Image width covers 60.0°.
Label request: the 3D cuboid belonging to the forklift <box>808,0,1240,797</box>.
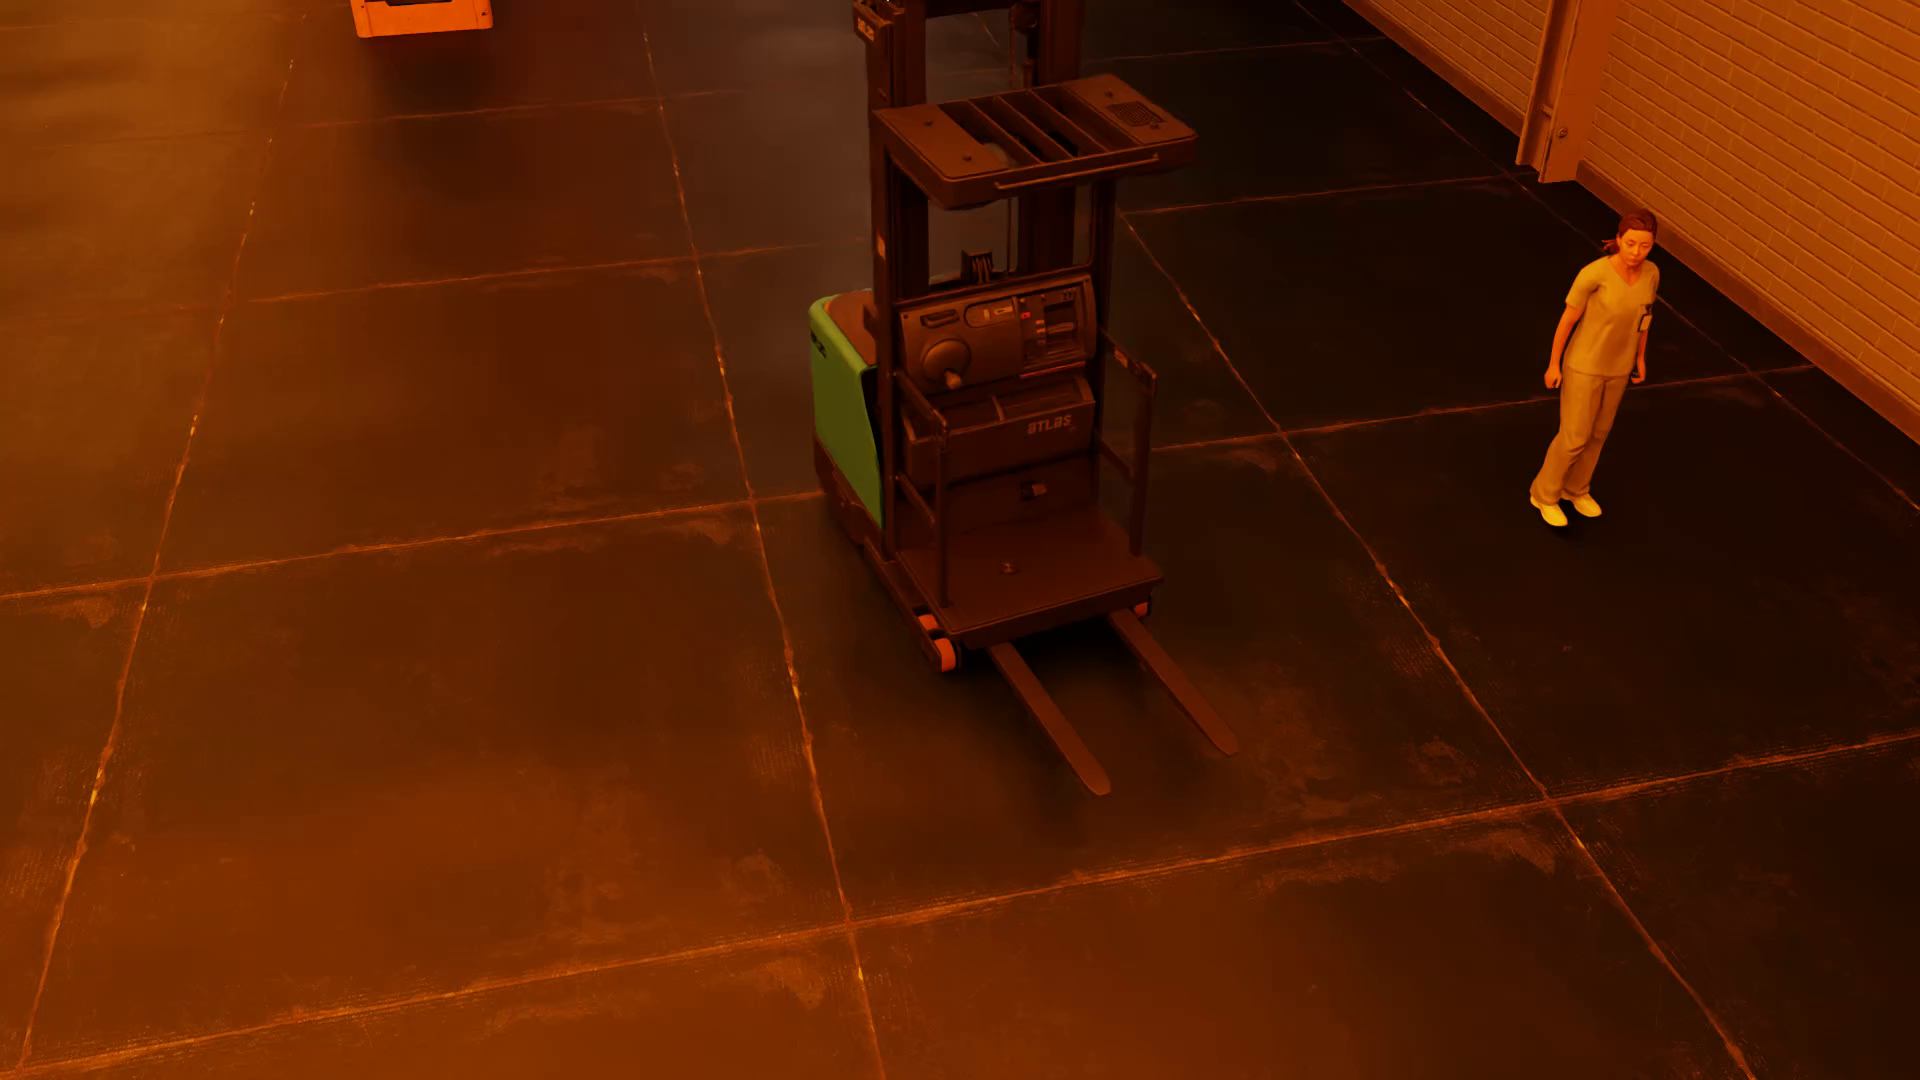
[{"bbox_3d":[0.266,-0.859,7.244,1.130,2.935,3.031,-14,38,-19],"label":"forklift"}]

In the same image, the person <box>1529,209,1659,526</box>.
[{"bbox_3d":[3.181,-0.841,8.274,0.543,1.678,0.407,-9,37,-12],"label":"person"}]
